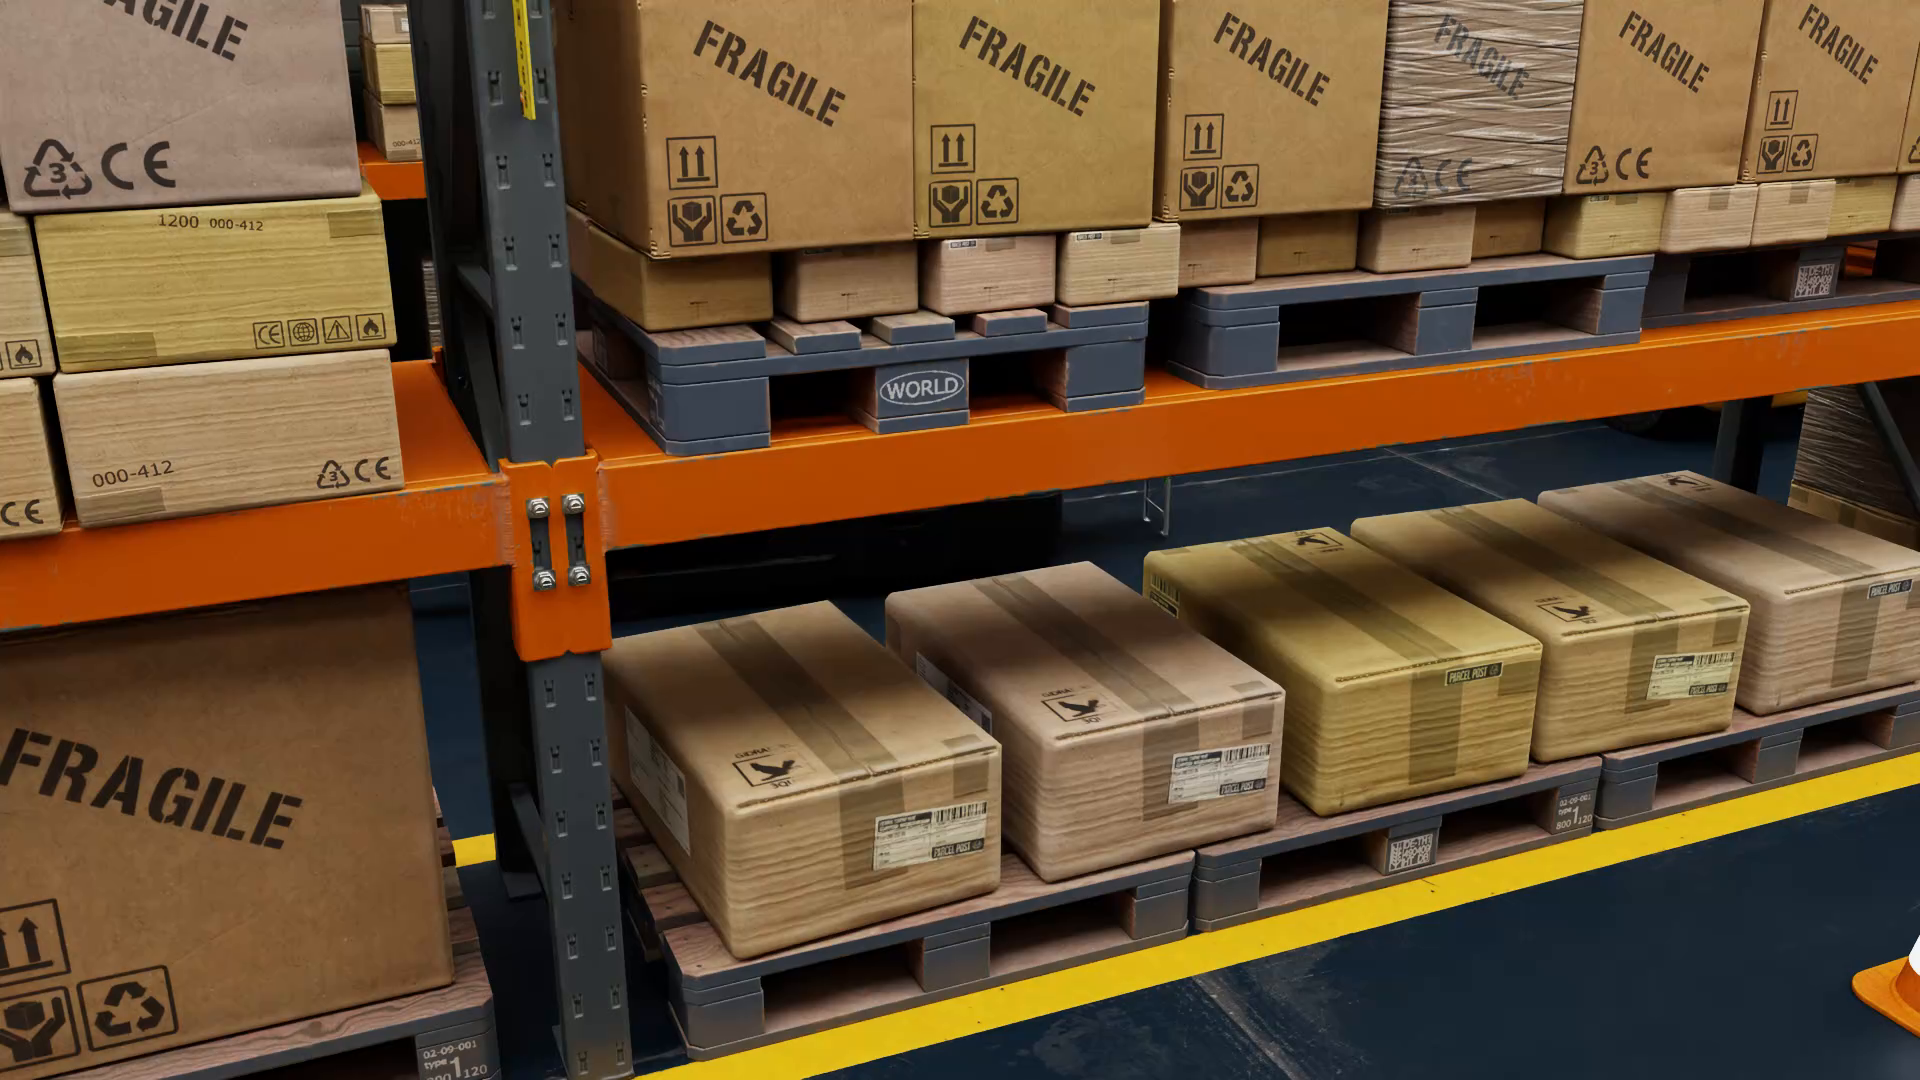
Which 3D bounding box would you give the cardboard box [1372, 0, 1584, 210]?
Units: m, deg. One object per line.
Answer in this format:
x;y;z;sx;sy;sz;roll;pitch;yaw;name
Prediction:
1.007;-1.039;3.725;0.500;0.500;0.500;-9;21;-24;cardboard box

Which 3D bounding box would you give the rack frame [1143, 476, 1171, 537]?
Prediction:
0.783;-0.617;6.467;0.015;1.200;0.240;-5;20;-14;rack frame

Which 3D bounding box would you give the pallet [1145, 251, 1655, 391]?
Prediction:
0.881;-0.641;4.115;1.213;0.211;1.003;-8;21;-22;pallet

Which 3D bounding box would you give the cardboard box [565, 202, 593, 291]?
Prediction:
-0.713;-0.653;3.606;0.250;0.149;0.380;-7;21;-20;cardboard box

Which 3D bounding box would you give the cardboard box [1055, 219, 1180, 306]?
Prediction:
0.255;-0.603;3.464;0.250;0.149;0.380;-8;21;-22;cardboard box

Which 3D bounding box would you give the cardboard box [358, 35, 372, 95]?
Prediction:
-2.588;-2.281;7.956;0.500;0.250;0.500;-8;21;-21;cardboard box

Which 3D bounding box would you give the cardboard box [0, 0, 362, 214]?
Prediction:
-1.292;-0.830;2.705;0.500;0.500;0.500;-9;21;-23;cardboard box

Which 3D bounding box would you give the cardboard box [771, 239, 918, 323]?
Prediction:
-0.276;-0.551;3.317;0.250;0.149;0.380;-10;22;-25;cardboard box

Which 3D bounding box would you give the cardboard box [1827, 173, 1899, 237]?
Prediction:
2.140;-0.883;4.260;0.250;0.149;0.380;-9;21;-24;cardboard box

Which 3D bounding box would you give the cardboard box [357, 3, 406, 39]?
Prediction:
-2.671;-2.429;7.778;0.250;0.149;0.380;-7;21;-20;cardboard box

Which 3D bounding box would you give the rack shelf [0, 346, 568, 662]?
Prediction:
-2.757;0.144;2.680;4.000;0.370;1.077;-8;21;-22;rack shelf

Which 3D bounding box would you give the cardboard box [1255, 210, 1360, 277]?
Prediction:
0.689;-0.708;3.761;0.250;0.149;0.380;-7;21;-20;cardboard box

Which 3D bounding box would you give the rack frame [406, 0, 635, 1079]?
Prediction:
-0.920;-0.459;3.308;0.127;3.000;1.000;-8;21;-22;rack frame

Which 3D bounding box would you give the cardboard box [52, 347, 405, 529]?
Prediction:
-1.282;-0.242;2.919;0.500;0.250;0.500;-9;21;-24;cardboard box

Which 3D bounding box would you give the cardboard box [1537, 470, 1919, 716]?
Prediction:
2.272;0.126;4.971;0.625;0.372;0.950;-8;21;-21;cardboard box

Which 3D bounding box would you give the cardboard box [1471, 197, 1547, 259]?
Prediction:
1.164;-0.779;3.965;0.250;0.149;0.380;-9;21;-24;cardboard box

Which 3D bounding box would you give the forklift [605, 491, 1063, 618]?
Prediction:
-1.197;-1.290;5.773;3.031;2.935;1.130;-5;20;-14;forklift

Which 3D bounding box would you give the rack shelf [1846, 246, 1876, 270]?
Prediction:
4.589;-0.909;5.669;4.000;0.370;1.077;-8;21;-22;rack shelf

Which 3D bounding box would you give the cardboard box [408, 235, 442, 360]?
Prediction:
-2.312;-1.128;8.151;0.625;0.625;0.875;-7;21;-20;cardboard box

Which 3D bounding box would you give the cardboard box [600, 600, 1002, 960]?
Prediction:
-0.398;0.512;3.877;0.625;0.372;0.950;-10;22;-26;cardboard box

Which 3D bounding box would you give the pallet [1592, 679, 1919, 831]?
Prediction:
2.038;0.433;4.973;1.213;0.211;1.003;-8;21;-22;pallet

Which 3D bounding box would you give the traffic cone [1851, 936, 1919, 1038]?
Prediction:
2.168;0.802;3.548;0.334;0.463;0.336;-8;21;-22;traffic cone

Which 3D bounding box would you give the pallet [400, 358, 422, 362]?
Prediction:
-2.119;-0.753;8.342;1.213;0.211;1.003;-8;21;-22;pallet

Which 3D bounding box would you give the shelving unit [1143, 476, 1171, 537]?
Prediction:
0.548;-0.595;6.406;0.503;1.200;0.258;-5;20;-14;shelving unit

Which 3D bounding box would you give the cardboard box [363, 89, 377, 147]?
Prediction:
-2.579;-2.038;8.020;0.500;0.250;0.500;-9;21;-23;cardboard box

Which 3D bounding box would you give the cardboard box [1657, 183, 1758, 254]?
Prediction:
1.685;-0.804;4.034;0.250;0.149;0.380;-8;21;-21;cardboard box

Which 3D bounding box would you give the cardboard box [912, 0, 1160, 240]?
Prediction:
0.060;-0.903;3.341;0.500;0.500;0.500;-7;21;-19;cardboard box

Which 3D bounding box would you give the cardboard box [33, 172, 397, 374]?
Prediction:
-1.265;-0.482;2.849;0.500;0.250;0.500;-8;21;-22;cardboard box

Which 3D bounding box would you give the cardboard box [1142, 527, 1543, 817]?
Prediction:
0.975;0.314;4.438;0.625;0.372;0.950;-7;21;-20;cardboard box

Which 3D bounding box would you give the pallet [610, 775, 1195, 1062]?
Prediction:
-0.202;0.754;4.062;1.213;0.211;1.003;-8;21;-22;pallet

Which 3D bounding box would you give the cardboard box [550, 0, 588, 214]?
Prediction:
-0.613;-0.989;3.583;0.500;0.500;0.500;-9;21;-23;cardboard box

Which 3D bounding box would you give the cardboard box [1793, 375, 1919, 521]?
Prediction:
3.189;-0.399;5.518;0.500;0.500;0.500;-8;21;-23;cardboard box

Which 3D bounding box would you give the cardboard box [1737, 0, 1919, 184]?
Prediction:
1.964;-1.174;4.109;0.500;0.500;0.500;-8;21;-22;cardboard box
